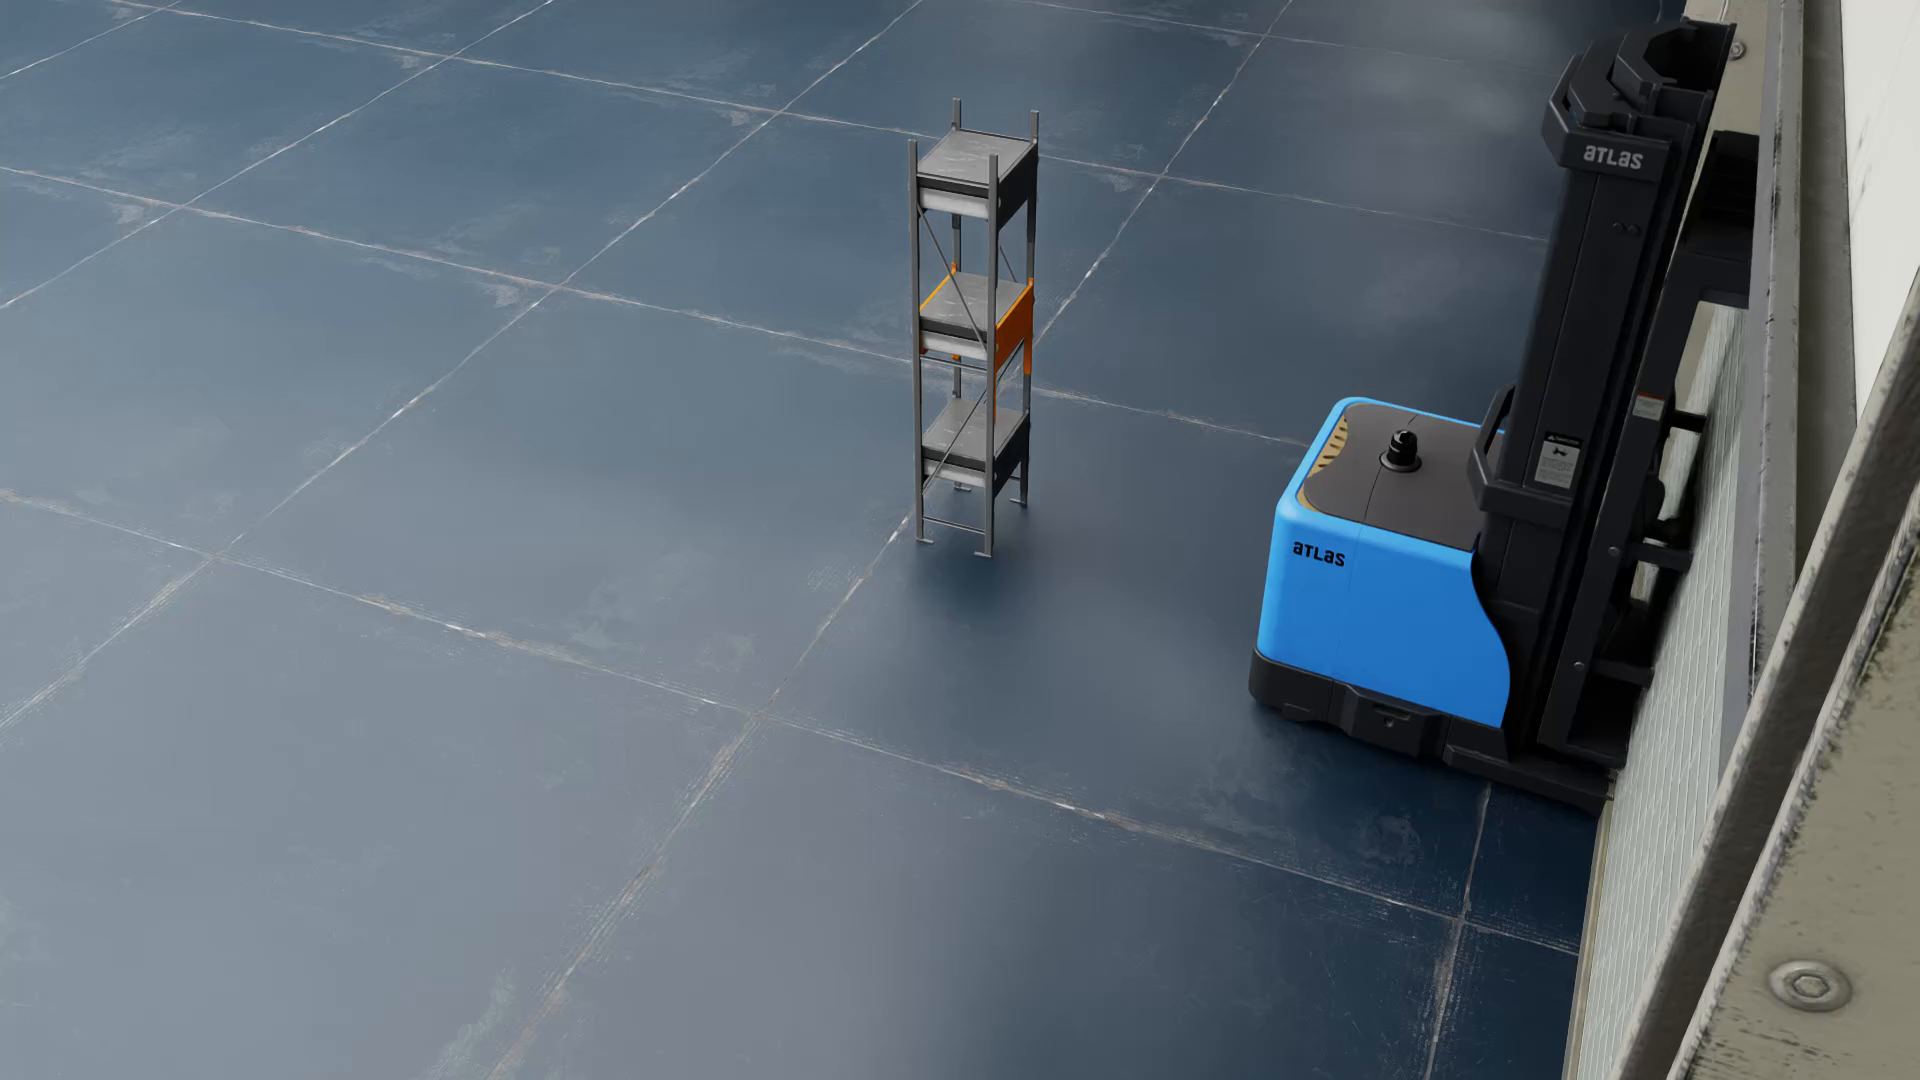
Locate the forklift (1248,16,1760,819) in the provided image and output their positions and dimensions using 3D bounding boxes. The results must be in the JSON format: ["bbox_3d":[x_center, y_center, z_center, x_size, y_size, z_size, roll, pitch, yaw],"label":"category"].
[{"bbox_3d":[2.812,-0.317,6.226,3.031,2.935,1.130,16,40,21],"label":"forklift"}]

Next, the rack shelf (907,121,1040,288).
[{"bbox_3d":[0.063,-1.482,7.333,0.431,0.518,0.480,14,39,18],"label":"rack shelf"}]

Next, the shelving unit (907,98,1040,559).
[{"bbox_3d":[0.063,-0.933,7.744,0.431,2.100,0.503,14,39,18],"label":"shelving unit"}]

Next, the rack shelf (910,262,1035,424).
[{"bbox_3d":[0.063,-0.922,7.752,0.431,0.518,0.480,14,39,18],"label":"rack shelf"}]

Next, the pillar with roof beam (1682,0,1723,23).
[{"bbox_3d":[1.637,-8.049,11.502,9.100,9.000,0.400,14,39,18],"label":"pillar with roof beam"}]

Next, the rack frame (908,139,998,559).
[{"bbox_3d":[-0.030,-0.798,7.563,0.400,2.100,0.015,14,39,18],"label":"rack frame"}]

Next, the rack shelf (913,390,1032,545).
[{"bbox_3d":[0.063,-0.361,8.171,0.431,0.518,0.480,14,39,18],"label":"rack shelf"}]

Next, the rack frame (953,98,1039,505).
[{"bbox_3d":[0.156,-1.068,7.925,0.400,2.100,0.015,14,39,18],"label":"rack frame"}]

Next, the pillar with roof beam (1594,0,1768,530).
[{"bbox_3d":[-0.646,-4.727,7.058,9.100,9.000,0.400,14,39,18],"label":"pillar with roof beam"}]
